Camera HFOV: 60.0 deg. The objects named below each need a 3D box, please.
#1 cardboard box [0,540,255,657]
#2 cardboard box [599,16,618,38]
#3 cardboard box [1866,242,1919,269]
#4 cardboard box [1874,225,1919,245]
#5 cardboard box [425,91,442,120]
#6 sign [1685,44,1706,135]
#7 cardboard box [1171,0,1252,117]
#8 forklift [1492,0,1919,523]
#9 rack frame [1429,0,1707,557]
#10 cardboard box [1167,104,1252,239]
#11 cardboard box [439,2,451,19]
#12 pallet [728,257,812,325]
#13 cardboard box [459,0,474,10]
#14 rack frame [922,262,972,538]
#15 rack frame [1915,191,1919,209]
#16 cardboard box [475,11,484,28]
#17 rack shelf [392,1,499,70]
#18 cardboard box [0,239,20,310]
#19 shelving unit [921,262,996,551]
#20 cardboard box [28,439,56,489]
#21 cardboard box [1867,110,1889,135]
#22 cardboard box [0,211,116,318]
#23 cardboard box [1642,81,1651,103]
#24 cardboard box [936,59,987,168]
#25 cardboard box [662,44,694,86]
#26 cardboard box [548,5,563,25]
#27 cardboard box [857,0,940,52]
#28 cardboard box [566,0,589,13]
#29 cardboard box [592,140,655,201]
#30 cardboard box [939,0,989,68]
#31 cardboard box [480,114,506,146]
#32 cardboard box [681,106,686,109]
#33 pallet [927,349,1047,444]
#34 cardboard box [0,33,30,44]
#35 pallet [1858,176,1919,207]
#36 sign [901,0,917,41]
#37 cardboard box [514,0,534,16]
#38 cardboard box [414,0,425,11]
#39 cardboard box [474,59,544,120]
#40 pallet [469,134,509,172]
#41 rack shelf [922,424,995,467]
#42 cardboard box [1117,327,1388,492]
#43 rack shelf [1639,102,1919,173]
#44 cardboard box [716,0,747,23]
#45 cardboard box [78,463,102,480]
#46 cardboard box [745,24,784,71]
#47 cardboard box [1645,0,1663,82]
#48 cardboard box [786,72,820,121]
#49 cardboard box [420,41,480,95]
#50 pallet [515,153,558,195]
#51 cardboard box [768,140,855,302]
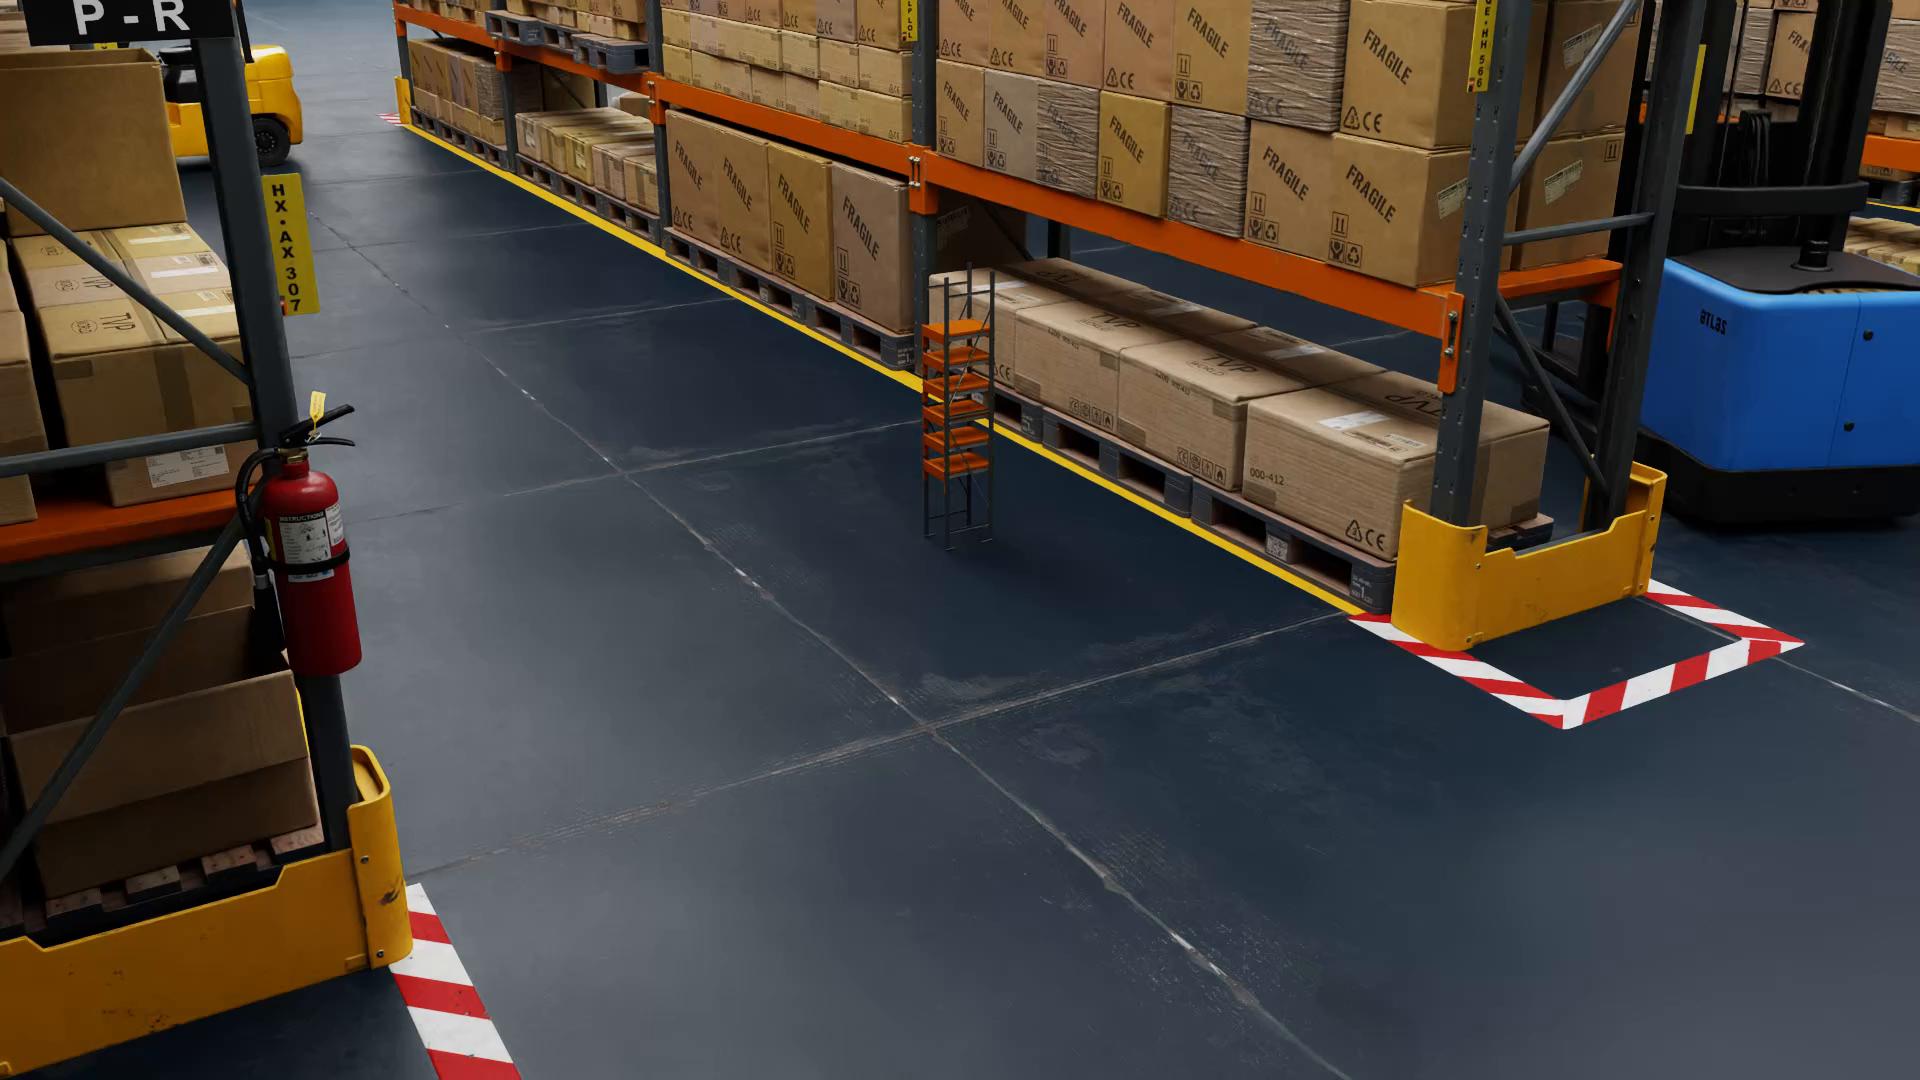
[{"bbox_3d":[-2.660,0.286,5.386,0.700,0.500,0.500,-11,25,-26],"label":"cardboard box"},{"bbox_3d":[-2.584,-4.007,12.963,0.380,0.149,0.250,-13,25,-29],"label":"cardboard box"},{"bbox_3d":[5.556,-1.638,9.795,0.380,0.149,0.250,-14,26,-30],"label":"cardboard box"},{"bbox_3d":[5.873,-1.830,10.270,0.380,0.149,0.250,-12,25,-26],"label":"cardboard box"},{"bbox_3d":[-5.505,-4.752,18.113,0.500,0.250,0.500,-12,25,-26],"label":"cardboard box"},{"bbox_3d":[2.719,-1.676,6.195,0.100,0.325,0.005,-13,25,-28],"label":"sign"},{"bbox_3d":[1.246,-2.077,6.977,0.500,0.500,0.500,-13,25,-29],"label":"cardboard box"},{"bbox_3d":[3.634,-1.949,8.214,1.130,2.935,3.031,-2,22,-5],"label":"forklift"},{"bbox_3d":[2.239,-1.133,6.115,1.000,3.000,0.127,-13,25,-28],"label":"rack frame"},{"bbox_3d":[1.251,-1.615,7.167,0.500,0.500,0.500,-12,25,-27],"label":"cardboard box"},{"bbox_3d":[-5.106,-5.440,17.045,0.380,0.149,0.250,-12,25,-28],"label":"cardboard box"},{"bbox_3d":[-0.890,-1.767,11.378,1.003,0.211,1.213,-13,25,-28],"label":"pallet"},{"bbox_3d":[-4.600,-5.463,16.240,0.500,0.500,0.500,-12,25,-26],"label":"cardboard box"},{"bbox_3d":[-0.054,-0.590,7.170,0.240,1.200,0.006,-13,25,-28],"label":"rack frame"},{"bbox_3d":[8.715,-4.334,13.991,1.000,3.000,0.127,-13,25,-28],"label":"rack frame"},{"bbox_3d":[-4.450,-5.026,16.027,0.380,0.149,0.250,-12,25,-27],"label":"cardboard box"},{"bbox_3d":[-4.912,-5.332,17.401,1.077,0.370,4.000,-13,25,-28],"label":"rack shelf"},{"bbox_3d":[-3.001,-0.672,4.784,0.500,0.250,0.500,-12,25,-27],"label":"cardboard box"},{"bbox_3d":[-0.007,-0.561,7.097,0.258,1.200,0.189,-13,25,-28],"label":"shelving unit"},{"bbox_3d":[-2.503,-0.210,4.179,0.380,0.149,0.250,-12,25,-27],"label":"cardboard box"},{"bbox_3d":[5.451,-2.487,9.779,0.380,0.149,0.250,-14,26,-30],"label":"cardboard box"},{"bbox_3d":[-2.825,-0.932,5.425,0.500,0.250,0.500,-13,26,-30],"label":"cardboard box"},{"bbox_3d":[4.640,-2.996,11.033,0.380,0.149,0.250,-14,26,-31],"label":"cardboard box"},{"bbox_3d":[0.210,-2.272,8.784,0.500,0.500,0.500,-12,25,-27],"label":"cardboard box"},{"bbox_3d":[-1.814,-3.446,12.006,0.500,0.250,0.500,-13,26,-29],"label":"cardboard box"},{"bbox_3d":[-3.238,-4.429,14.000,0.380,0.149,0.250,-12,25,-26],"label":"cardboard box"},{"bbox_3d":[-0.248,-3.034,9.331,0.500,0.500,0.500,-12,25,-27],"label":"cardboard box"},{"bbox_3d":[-2.851,-4.523,13.371,0.500,0.500,0.500,-15,26,-32],"label":"cardboard box"},{"bbox_3d":[-2.511,-3.122,13.941,0.950,0.372,0.625,-13,26,-29],"label":"cardboard box"},{"bbox_3d":[0.231,-2.737,8.600,0.500,0.500,0.500,-12,25,-28],"label":"cardboard box"},{"bbox_3d":[-4.424,-4.078,16.455,0.500,0.250,0.500,-11,25,-26],"label":"cardboard box"},{"bbox_3d":[-2.860,-5.074,19.127,0.637,0.503,0.797,8,23,18],"label":"cardboard box"},{"bbox_3d":[0.517,-0.875,9.183,1.003,0.211,1.213,-13,25,-28],"label":"pallet"},{"bbox_3d":[-4.389,-2.080,7.755,0.700,0.500,0.500,-12,25,-28],"label":"cardboard box"},{"bbox_3d":[8.256,-3.277,15.094,1.003,0.211,1.213,-13,25,-28],"label":"pallet"},{"bbox_3d":[-0.266,-2.820,8.833,0.100,0.325,0.005,-13,25,-28],"label":"sign"},{"bbox_3d":[-3.760,-4.773,14.848,0.380,0.149,0.250,-12,25,-27],"label":"cardboard box"},{"bbox_3d":[-5.641,-5.775,17.869,0.380,0.149,0.250,-12,25,-27],"label":"cardboard box"},{"bbox_3d":[-4.424,-4.426,16.314,0.500,0.500,0.500,-13,25,-29],"label":"cardboard box"},{"bbox_3d":[-4.264,-3.936,16.715,1.003,0.211,1.213,-13,25,-28],"label":"pallet"},{"bbox_3d":[-0.007,-0.408,7.159,0.258,0.103,0.180,-13,25,-28],"label":"rack shelf"},{"bbox_3d":[1.341,-0.630,7.722,0.875,0.438,0.875,-12,25,-27],"label":"cardboard box"},{"bbox_3d":[5.421,-2.432,10.267,1.077,0.370,4.000,-13,25,-28],"label":"rack shelf"},{"bbox_3d":[-1.293,-3.696,10.961,0.500,0.500,0.500,-12,25,-27],"label":"cardboard box"},{"bbox_3d":[-2.128,-0.293,4.383,0.380,0.149,0.250,-12,25,-27],"label":"cardboard box"},{"bbox_3d":[-1.046,-3.175,10.675,0.500,0.250,0.500,-12,25,-27],"label":"cardboard box"},{"bbox_3d":[4.695,-3.229,10.745,0.500,0.500,0.500,-13,25,-28],"label":"cardboard box"},{"bbox_3d":[-0.751,-2.787,10.384,0.500,0.250,0.500,-13,26,-30],"label":"cardboard box"},{"bbox_3d":[-5.476,-5.090,17.949,0.500,0.500,0.500,-14,26,-30],"label":"cardboard box"},{"bbox_3d":[-3.492,-3.474,15.578,1.003,0.211,1.213,-13,25,-28],"label":"pallet"},{"bbox_3d":[-0.658,-2.114,10.794,0.875,0.875,0.875,-12,25,-27],"label":"cardboard box"}]
